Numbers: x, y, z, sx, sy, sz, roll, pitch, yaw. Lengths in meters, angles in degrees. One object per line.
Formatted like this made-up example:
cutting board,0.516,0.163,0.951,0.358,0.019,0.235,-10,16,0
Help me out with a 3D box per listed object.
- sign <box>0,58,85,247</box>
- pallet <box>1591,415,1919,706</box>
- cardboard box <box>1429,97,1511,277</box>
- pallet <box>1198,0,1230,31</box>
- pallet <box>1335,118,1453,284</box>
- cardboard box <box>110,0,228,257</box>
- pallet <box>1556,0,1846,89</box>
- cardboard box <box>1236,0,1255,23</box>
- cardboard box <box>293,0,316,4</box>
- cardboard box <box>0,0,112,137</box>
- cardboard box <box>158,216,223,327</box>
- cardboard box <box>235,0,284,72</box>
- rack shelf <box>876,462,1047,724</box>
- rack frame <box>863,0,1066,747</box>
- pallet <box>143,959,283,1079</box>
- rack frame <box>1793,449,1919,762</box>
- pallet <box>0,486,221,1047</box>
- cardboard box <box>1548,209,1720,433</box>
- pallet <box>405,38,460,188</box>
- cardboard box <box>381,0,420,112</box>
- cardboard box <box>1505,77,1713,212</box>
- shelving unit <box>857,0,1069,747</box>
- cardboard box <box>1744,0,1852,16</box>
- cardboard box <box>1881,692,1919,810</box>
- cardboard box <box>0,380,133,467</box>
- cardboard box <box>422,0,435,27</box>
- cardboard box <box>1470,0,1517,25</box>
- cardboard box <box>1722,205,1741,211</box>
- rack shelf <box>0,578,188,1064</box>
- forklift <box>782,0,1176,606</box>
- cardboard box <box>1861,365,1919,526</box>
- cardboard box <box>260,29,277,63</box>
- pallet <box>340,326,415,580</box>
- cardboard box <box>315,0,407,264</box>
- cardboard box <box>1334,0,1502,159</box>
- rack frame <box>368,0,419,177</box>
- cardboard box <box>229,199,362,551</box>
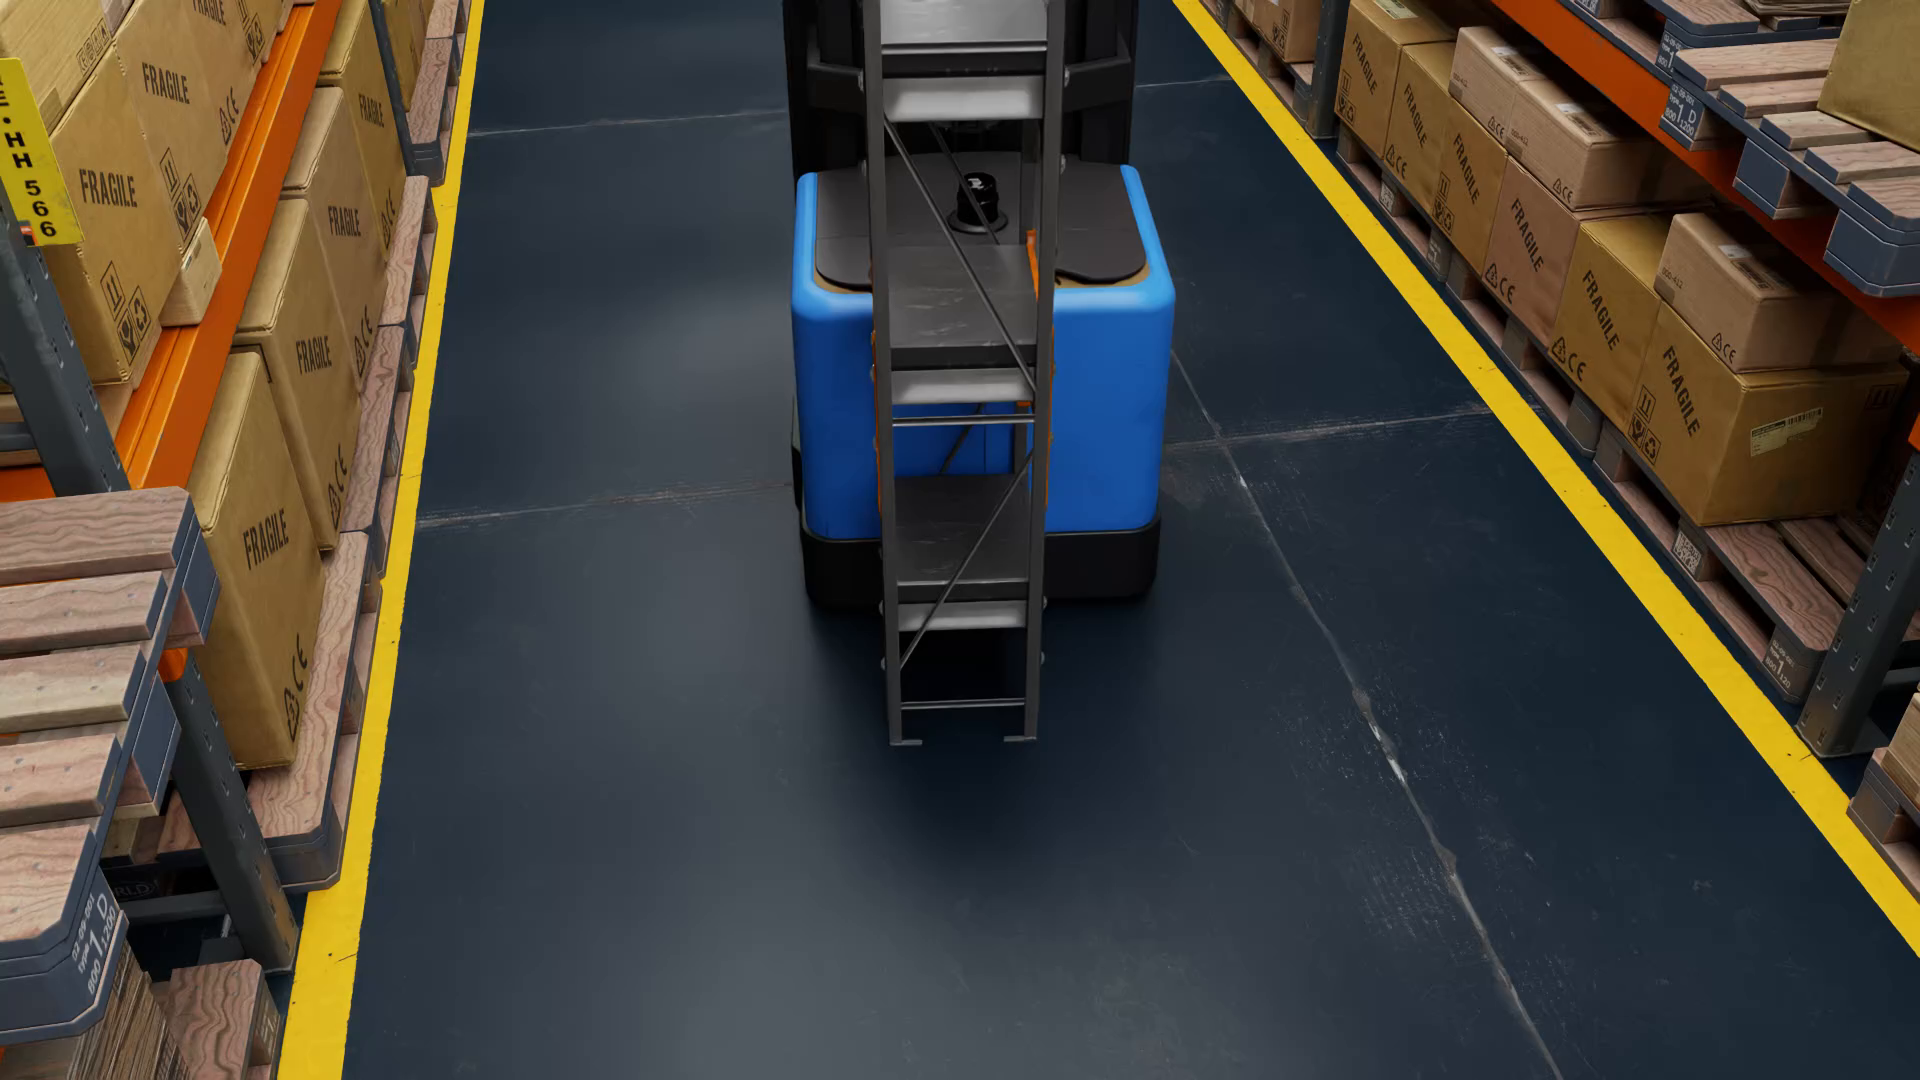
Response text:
sign,-1.548,-0.634,2.742,0.100,0.325,0.005,-6,38,-8
pallet,2.703,-0.033,5.120,1.003,0.211,1.213,-6,38,-8
cardboard box,2.124,-1.340,6.208,0.500,0.500,0.500,-6,38,-7
pallet,1.758,-3.147,9.129,1.003,0.211,1.213,-6,38,-8
pallet,2.275,-1.507,7.017,1.003,0.211,1.213,-6,38,-8
cardboard box,-1.996,-0.947,3.684,0.500,0.500,0.500,-5,38,-6
pallet,2.451,-1.777,5.249,1.003,0.211,1.213,-6,38,-8
cardboard box,1.591,-2.677,8.215,0.380,0.149,0.250,-6,38,-8
cardboard box,-2.271,-1.830,5.350,0.380,0.149,0.250,-6,38,-8
cardboard box,-1.911,-0.924,3.043,0.500,0.250,0.500,-5,38,-7
cardboard box,-1.909,-0.599,3.765,0.380,0.149,0.250,-5,38,-7
cardboard box,-2.181,-1.561,4.473,0.500,0.500,0.500,-5,38,-7
rack shelf,-0.005,0.138,4.524,0.431,0.518,0.480,-2,38,-2
rack frame,0.009,-0.276,3.894,0.400,2.100,0.015,-2,38,-2
pallet,-1.945,1.429,3.238,1.003,0.211,1.213,-6,38,-8
rack frame,2.796,-0.679,3.679,1.000,3.000,0.127,-6,38,-8
pallet,-1.850,0.351,2.510,1.213,0.211,1.003,-6,38,-8
cardboard box,2.311,-0.718,5.408,0.500,0.500,0.500,-8,38,-10
pallet,-2.838,-1.926,7.558,1.003,0.211,1.213,-6,38,-8
cardboard box,-2.812,-2.201,7.334,0.700,0.500,0.500,-6,38,-7
cardboard box,2.204,-1.352,5.614,0.500,0.250,0.500,-7,38,-9
shelving unit,-0.005,-0.426,4.086,0.431,2.100,0.503,-2,38,-2
cardboard box,2.602,-1.826,4.731,0.700,0.500,0.500,0,38,1
cardboard box,2.599,0.589,3.946,0.500,0.250,0.500,-6,38,-8
cardboard box,-1.910,-0.276,3.349,0.380,0.149,0.250,-7,38,-9
cardboard box,-2.984,-2.815,8.124,0.700,0.500,0.500,-5,38,-7
cardboard box,2.464,-2.014,7.077,0.500,0.500,0.500,-6,38,-8
cardboard box,2.817,-0.790,5.501,0.500,0.500,0.500,-7,38,-9
rack shelf,-1.730,1.348,1.656,1.077,0.370,4.000,-6,38,-8
forklift,-0.012,-1.847,5.239,1.130,2.935,3.031,-2,38,-2
cardboard box,2.998,-0.171,4.704,0.500,0.500,0.500,-5,38,-6
cardboard box,-2.264,-1.523,4.954,0.380,0.149,0.250,-7,38,-9
pallet,-2.355,-0.262,5.416,1.003,0.211,1.213,-6,38,-8
cardboard box,-2.539,-1.498,6.143,0.750,0.750,0.750,-6,38,-7
cardboard box,1.940,-1.963,7.011,0.500,0.500,0.500,-8,39,-10
rack frame,-2.781,-2.560,6.100,1.000,3.000,0.127,-6,38,-8
cardboard box,-2.227,-0.449,4.793,0.750,0.750,0.750,-6,38,-8
